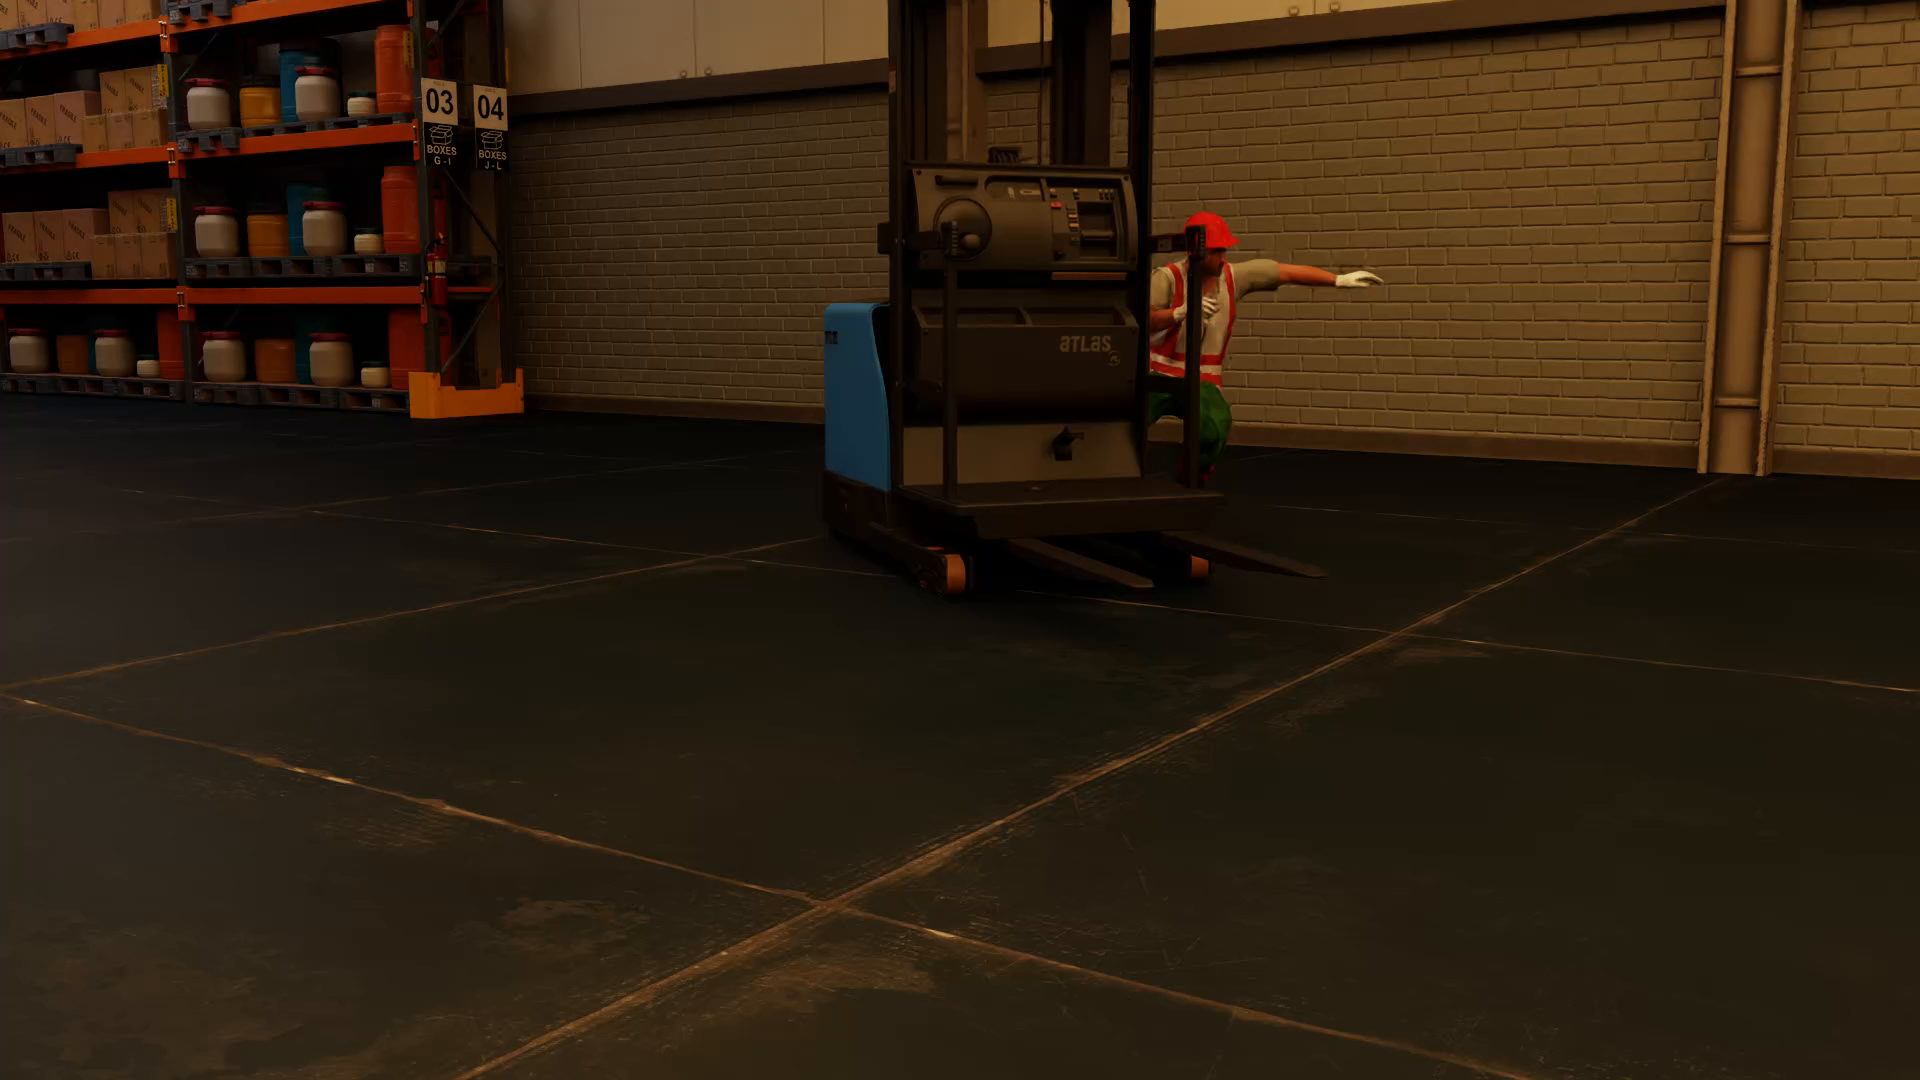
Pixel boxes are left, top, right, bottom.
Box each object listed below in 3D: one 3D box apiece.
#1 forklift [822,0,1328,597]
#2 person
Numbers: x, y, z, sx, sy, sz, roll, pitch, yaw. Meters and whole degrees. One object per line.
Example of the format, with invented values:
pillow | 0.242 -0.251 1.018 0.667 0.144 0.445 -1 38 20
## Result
forklift | 0.337 -1.304 6.365 1.130 2.935 3.031 -3 9 -20
person | 1.134 -0.758 7.641 1.615 1.476 0.804 -2 8 -14
